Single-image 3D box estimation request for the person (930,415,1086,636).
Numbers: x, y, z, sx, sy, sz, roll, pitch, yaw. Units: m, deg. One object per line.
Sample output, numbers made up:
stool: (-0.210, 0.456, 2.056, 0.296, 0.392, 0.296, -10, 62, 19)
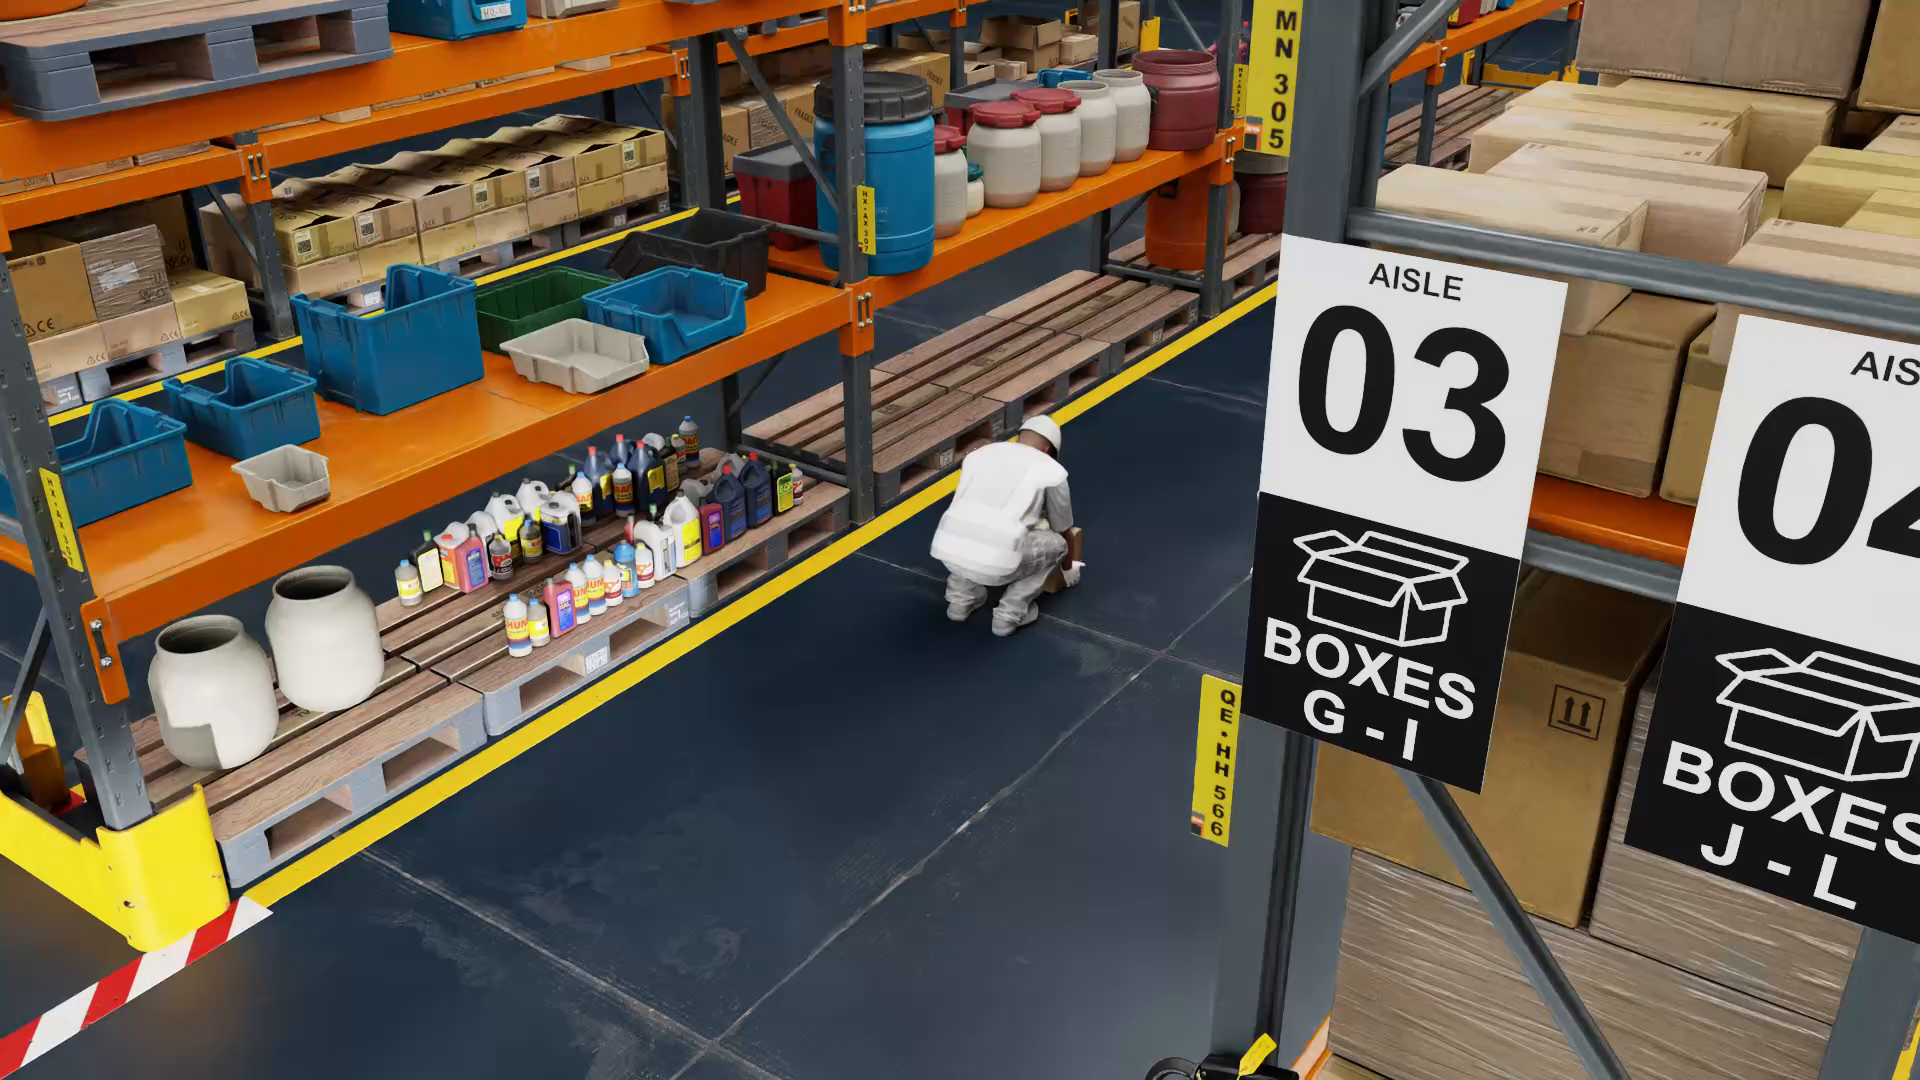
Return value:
person: (0.214, -0.051, 7.812, 0.574, 0.884, 0.919, 17, 31, 30)
